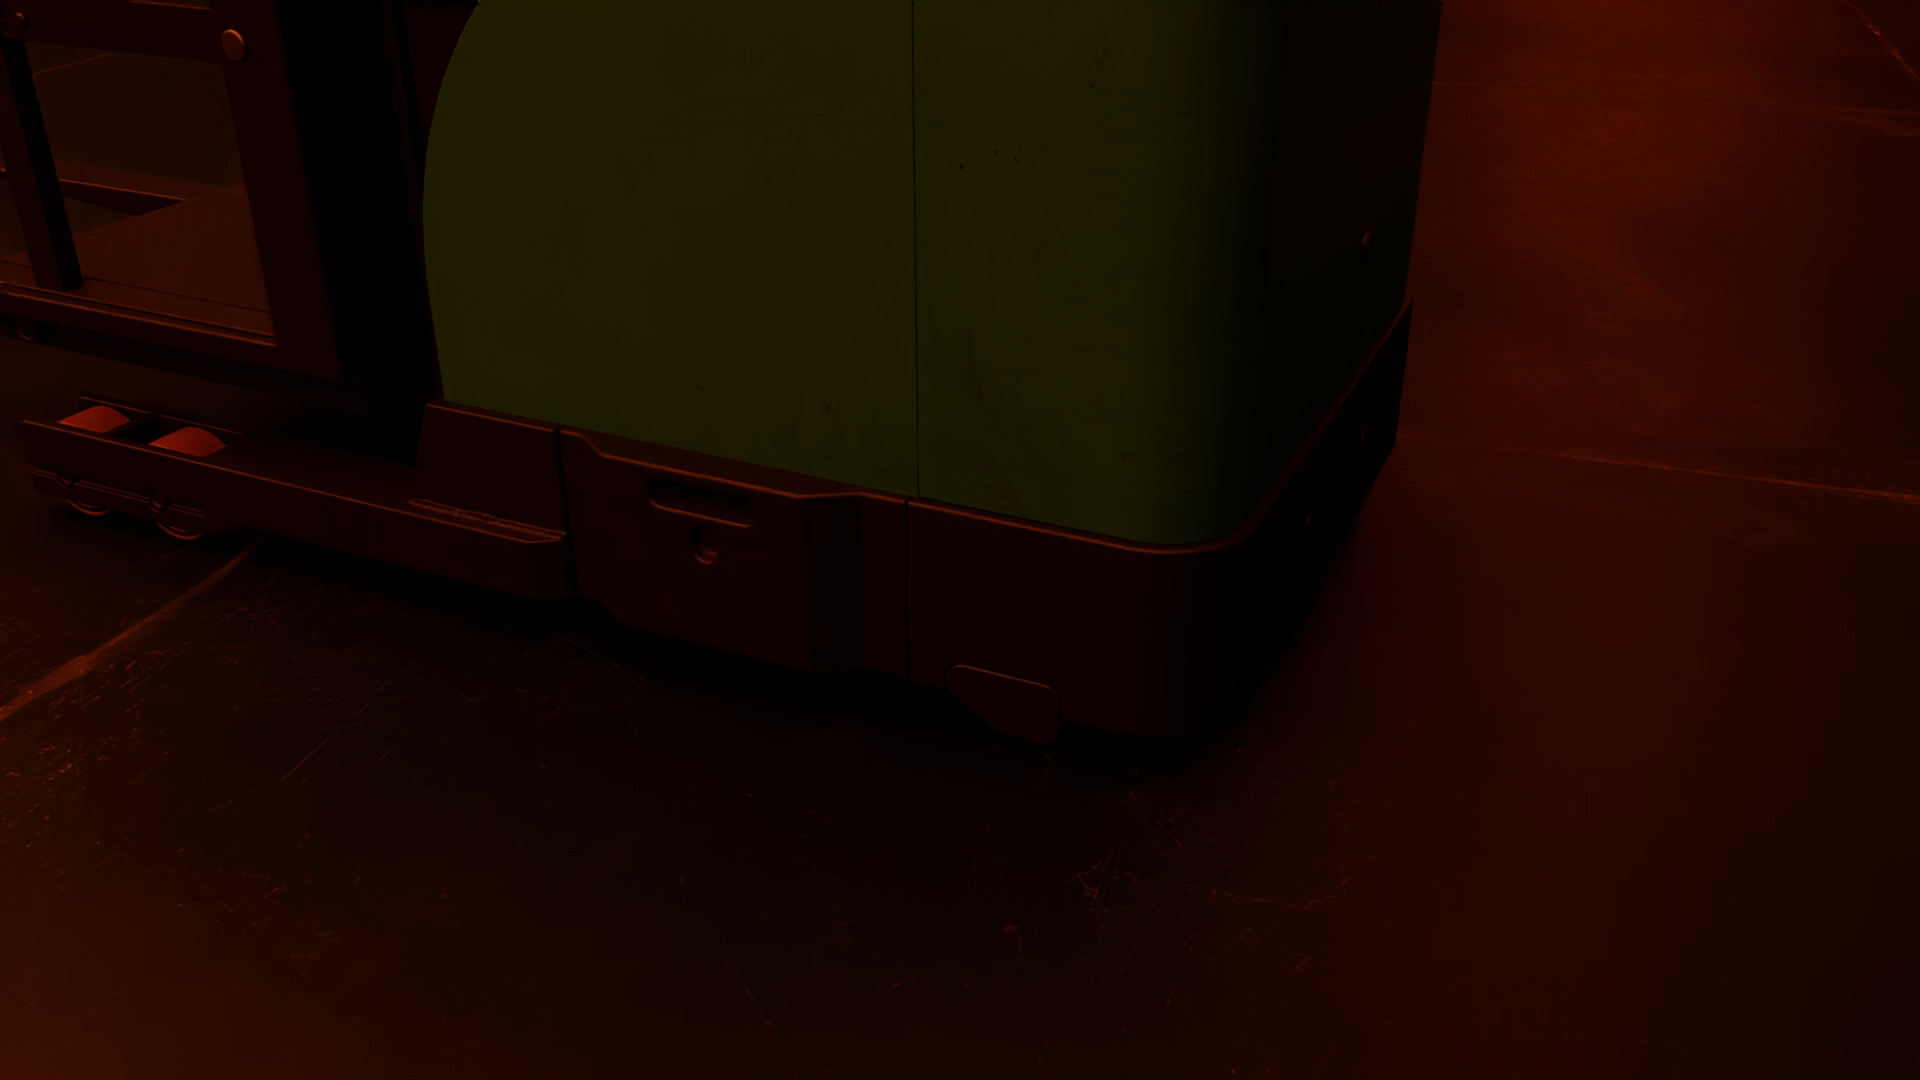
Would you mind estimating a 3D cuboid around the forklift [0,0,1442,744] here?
[{"bbox_3d":[-0.865,-1.507,2.229,3.031,2.935,1.130,12,29,22],"label":"forklift"}]
